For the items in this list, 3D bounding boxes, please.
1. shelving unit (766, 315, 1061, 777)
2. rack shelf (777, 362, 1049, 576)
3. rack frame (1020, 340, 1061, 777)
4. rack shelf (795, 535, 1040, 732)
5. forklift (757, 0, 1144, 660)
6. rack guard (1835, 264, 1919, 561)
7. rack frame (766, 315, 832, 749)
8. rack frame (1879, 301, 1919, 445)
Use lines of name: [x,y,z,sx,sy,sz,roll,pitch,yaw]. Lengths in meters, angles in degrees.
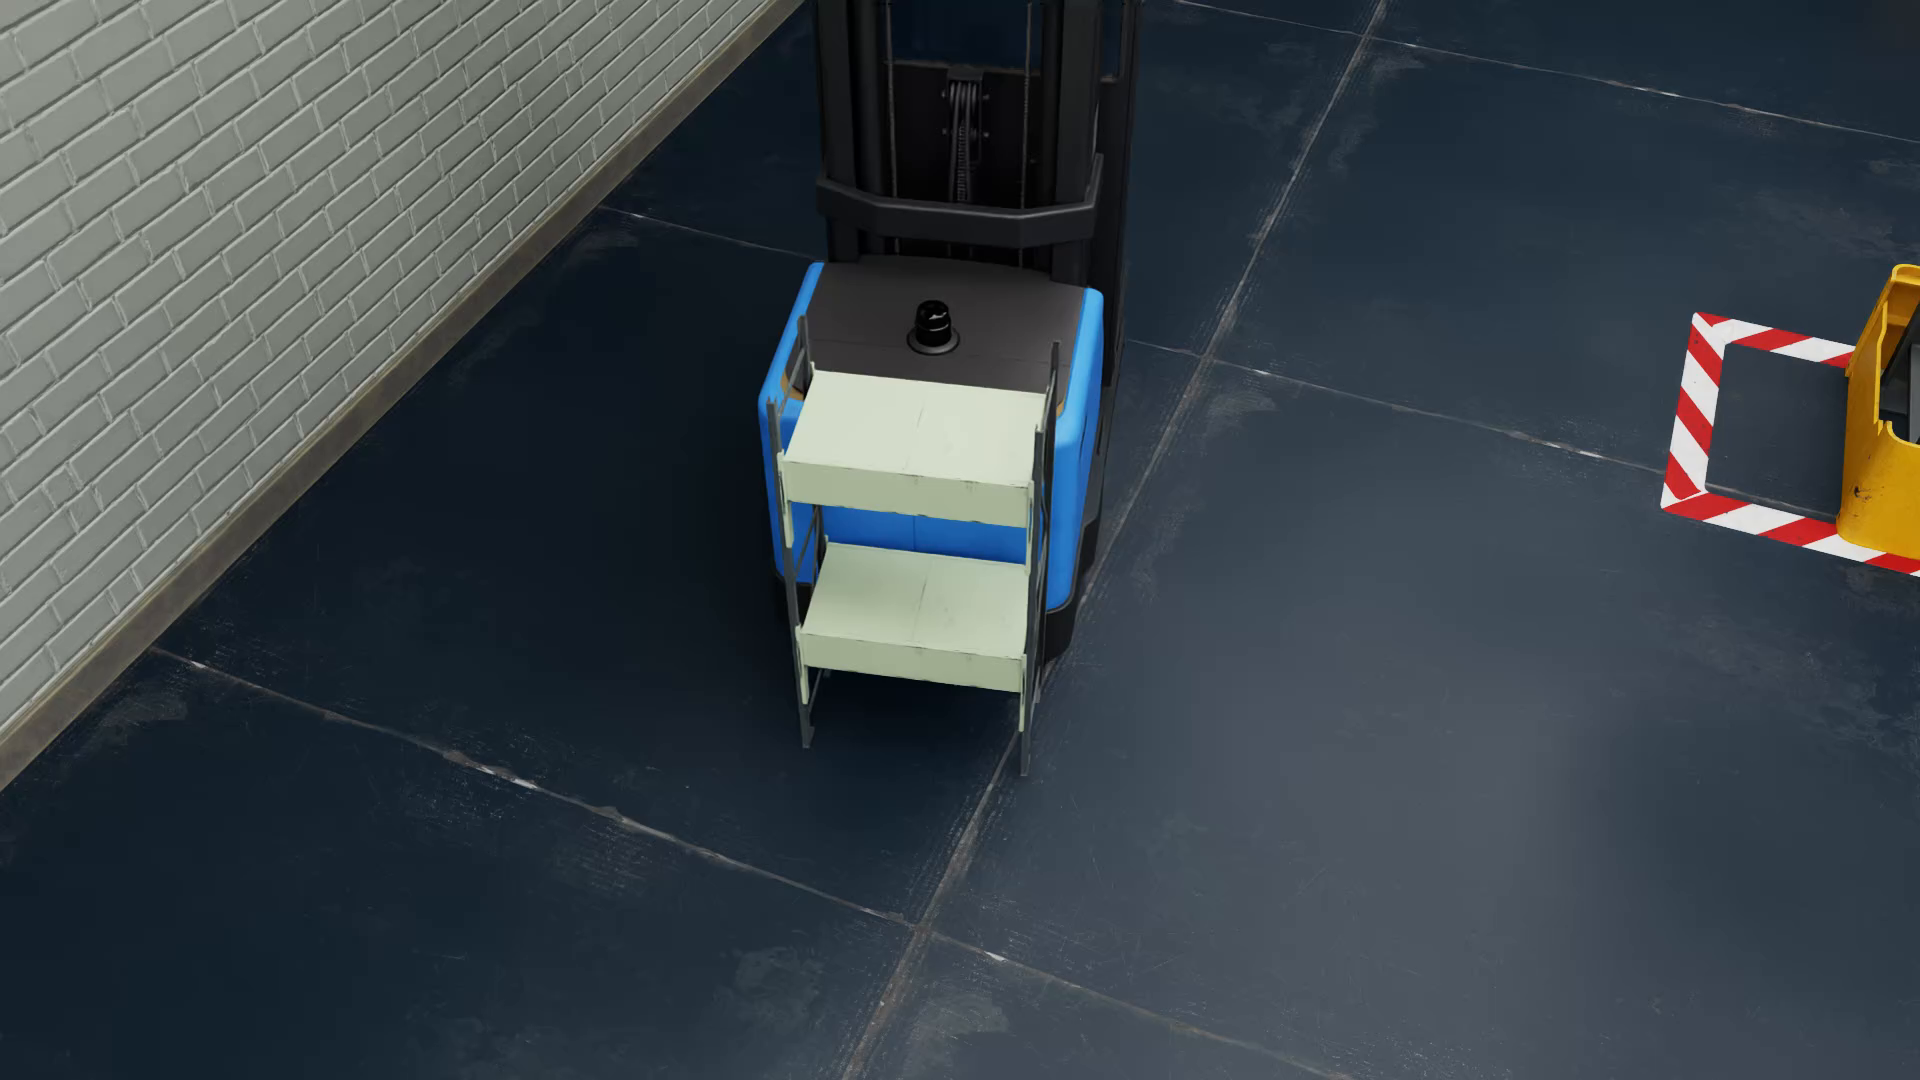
shelving unit: [-0.120,0.066,5.120,0.755,1.500,0.431,7,45,7]
rack shelf: [-0.120,-0.211,4.845,0.720,0.370,0.431,7,45,7]
rack frame: [0.241,0.108,5.079,0.023,1.500,0.400,7,45,7]
rack shelf: [-0.120,0.297,5.350,0.720,0.370,0.431,7,45,7]
forklift: [0.094,-1.675,5.855,1.130,2.935,3.031,7,45,7]
rack guard: [3.674,-0.513,6.411,0.348,0.500,1.175,16,47,16]
rack frame: [-0.482,0.025,5.162,0.023,1.500,0.400,7,45,7]
rack frame: [3.696,-1.393,5.523,0.127,3.000,1.000,16,47,16]
